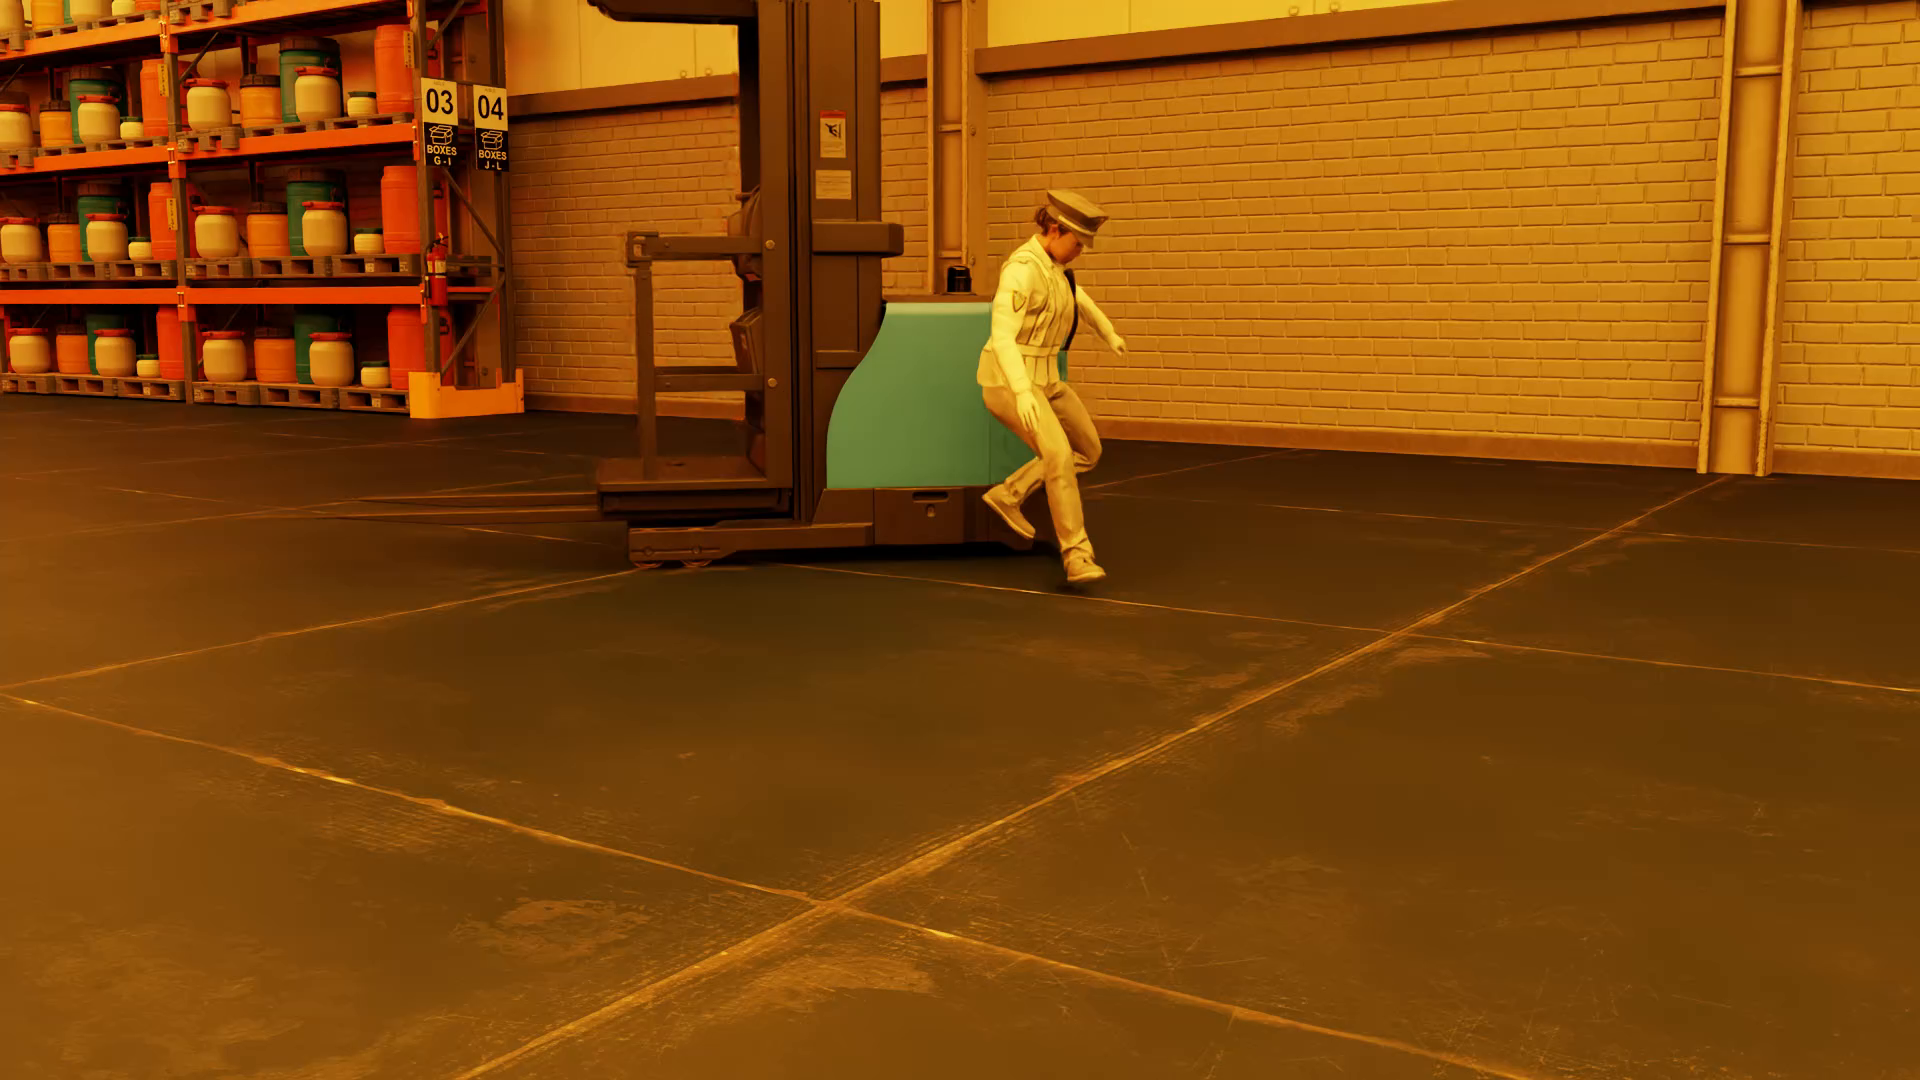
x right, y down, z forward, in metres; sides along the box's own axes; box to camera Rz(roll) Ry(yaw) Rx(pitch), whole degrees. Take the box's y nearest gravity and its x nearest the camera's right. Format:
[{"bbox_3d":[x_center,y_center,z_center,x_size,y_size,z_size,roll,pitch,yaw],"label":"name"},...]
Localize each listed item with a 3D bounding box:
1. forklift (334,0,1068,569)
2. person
[{"bbox_3d":[-1.098,-1.412,7.124,3.031,2.935,1.130,-2,8,-12],"label":"forklift"},{"bbox_3d":[0.421,-0.628,6.604,0.775,1.485,1.109,4,9,27],"label":"person"}]
